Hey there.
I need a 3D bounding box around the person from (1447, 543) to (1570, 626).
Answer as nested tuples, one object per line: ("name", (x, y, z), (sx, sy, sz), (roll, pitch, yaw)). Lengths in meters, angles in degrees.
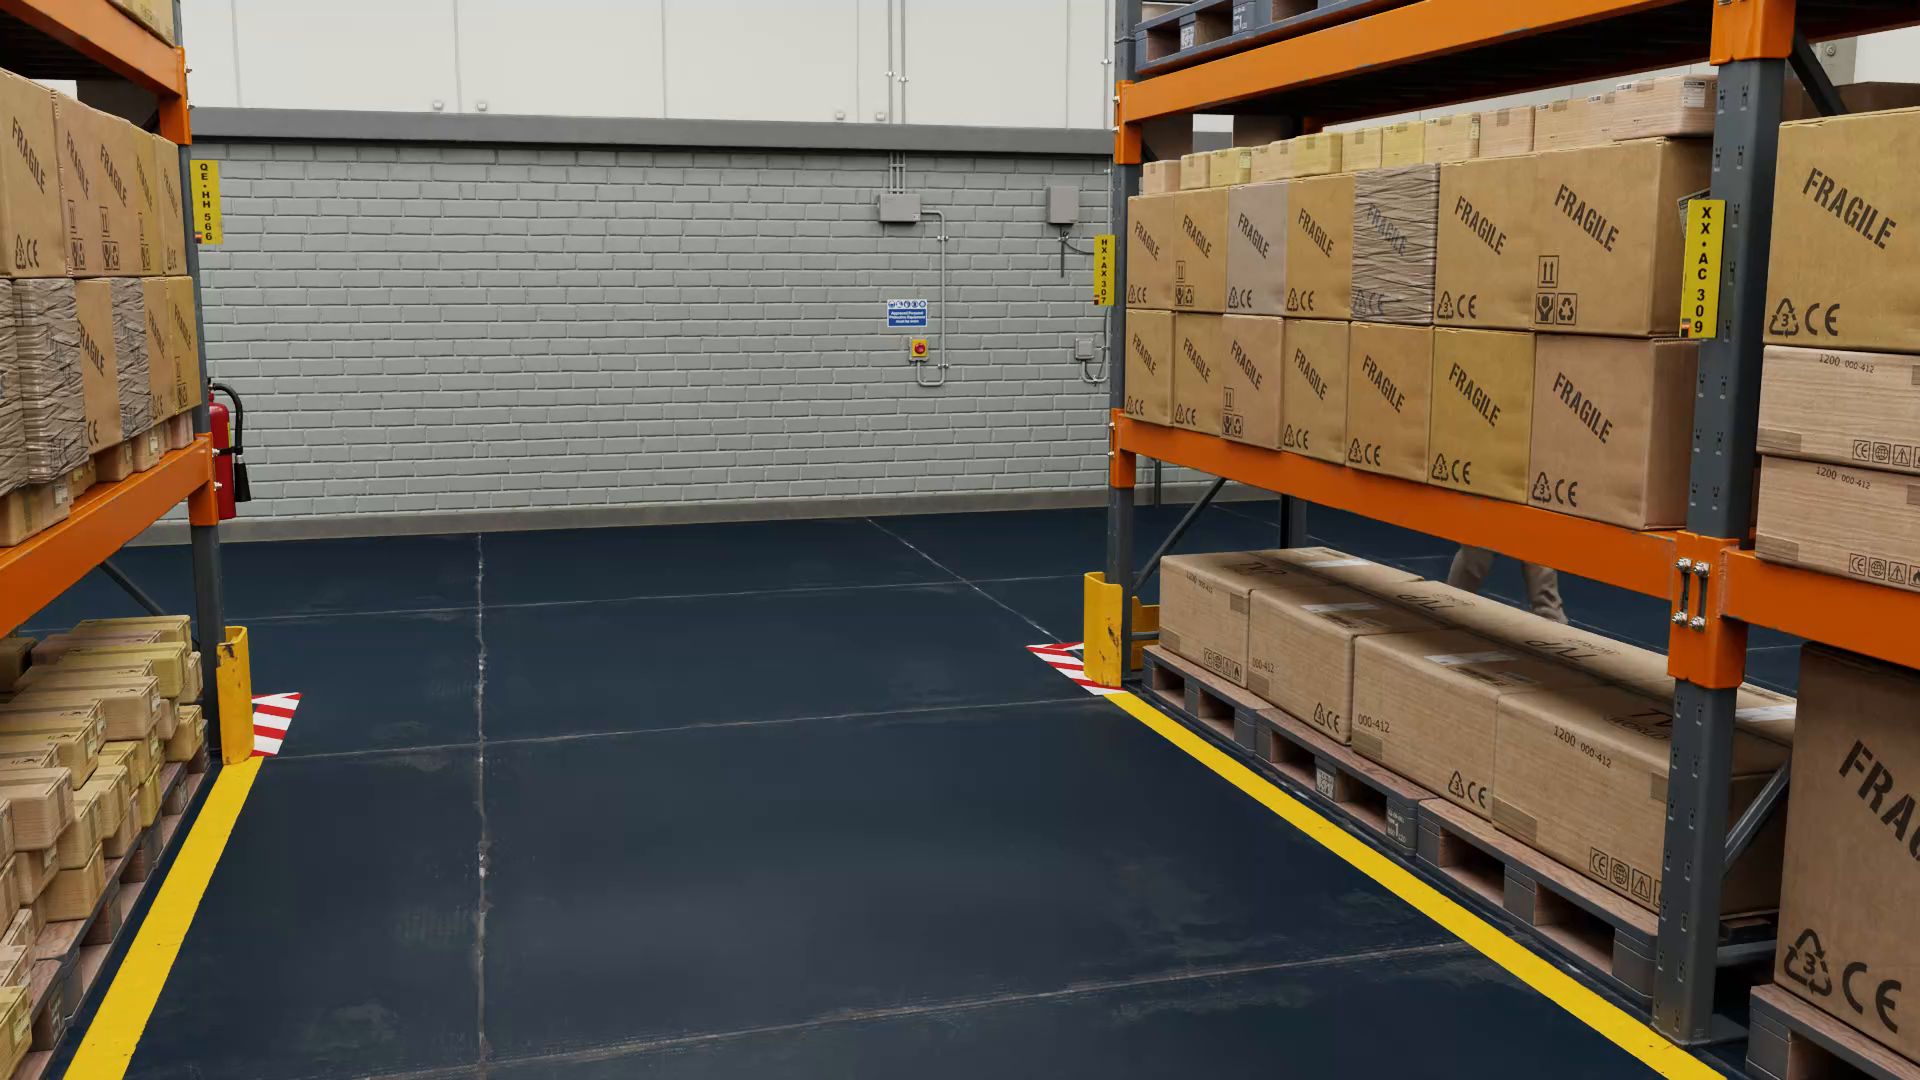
("person", (2.886, -0.286, 8.649), (0.641, 1.696, 0.829), (-6, 11, -34))
